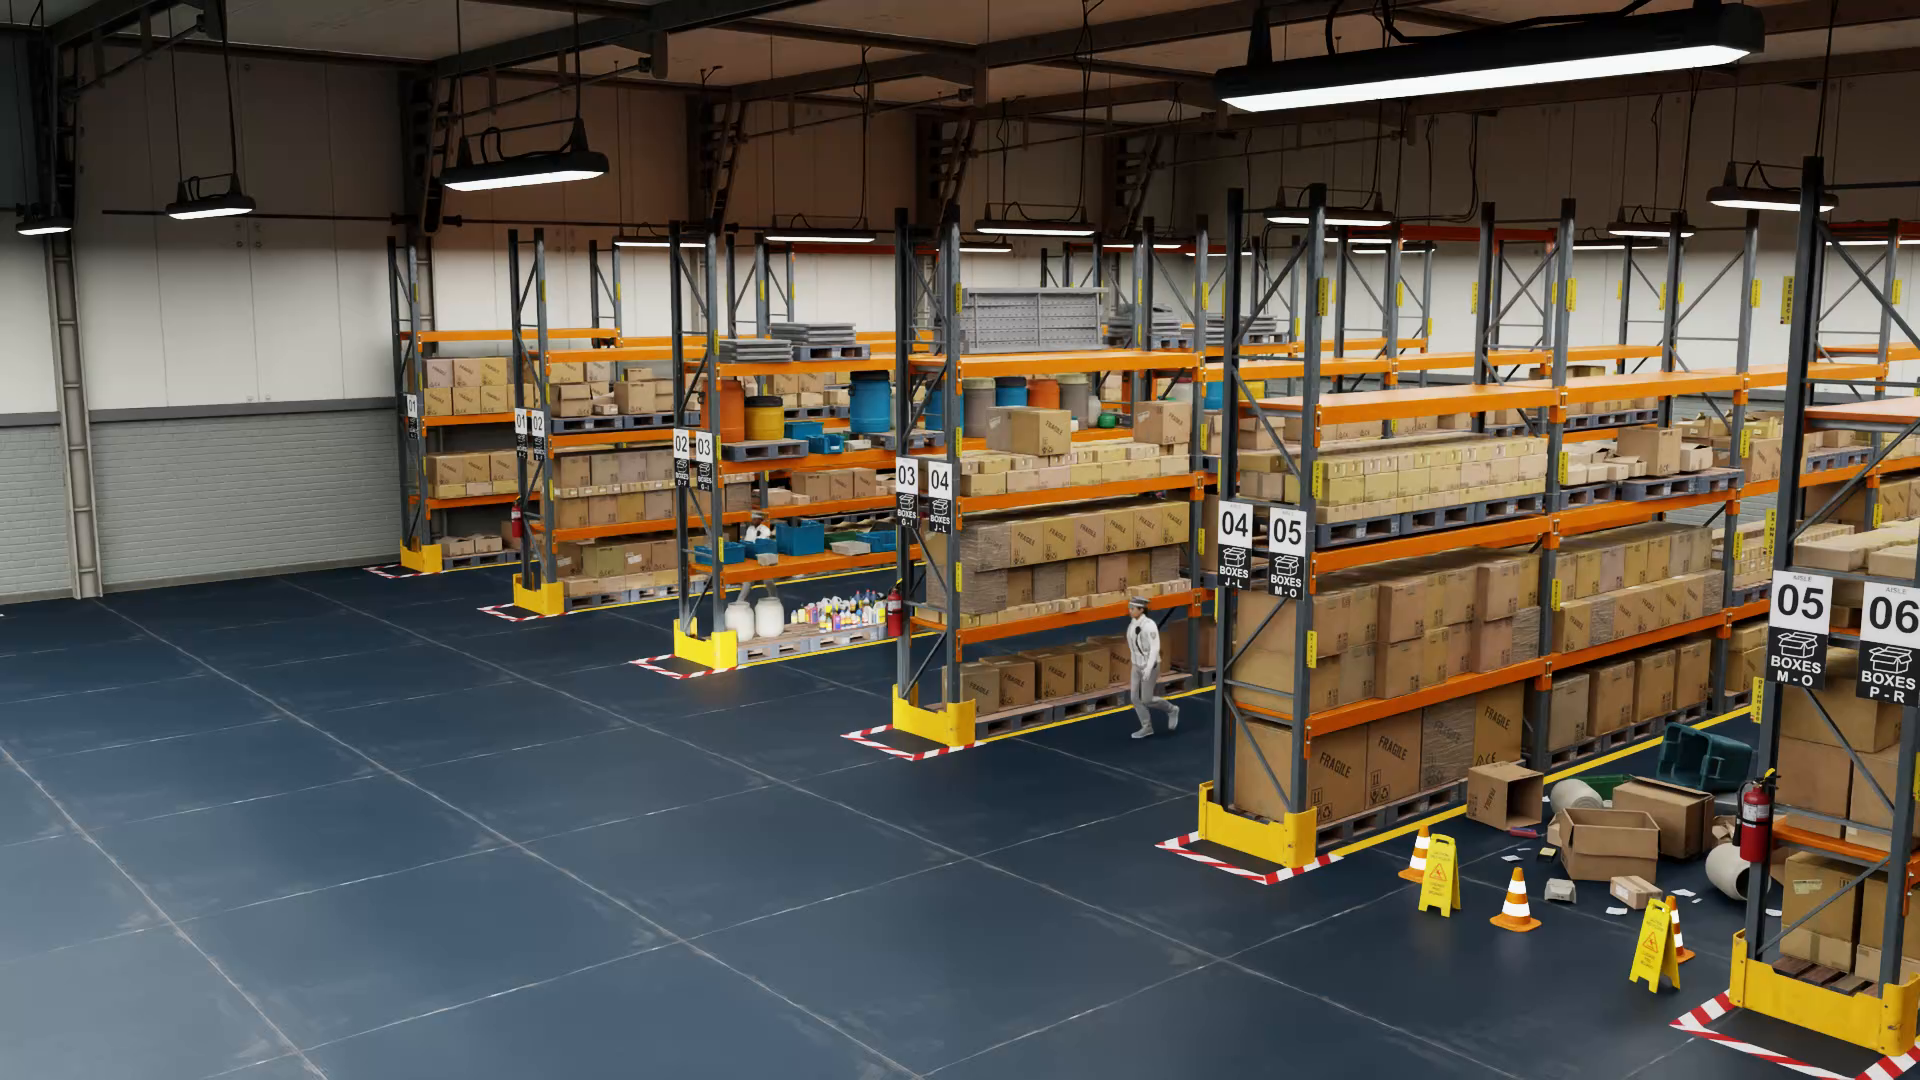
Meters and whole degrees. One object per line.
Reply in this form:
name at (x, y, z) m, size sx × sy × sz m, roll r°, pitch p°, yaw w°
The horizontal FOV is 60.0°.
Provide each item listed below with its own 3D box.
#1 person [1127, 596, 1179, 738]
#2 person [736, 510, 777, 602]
person at (2.211, 1.437, 19.118) m, size 0.625 × 1.648 × 0.548 m, roll -4°, pitch 10°, yaw -25°
person at (-3.232, 0.326, 26.174) m, size 0.498 × 1.624 × 1.028 m, roll 3°, pitch 9°, yaw 21°
